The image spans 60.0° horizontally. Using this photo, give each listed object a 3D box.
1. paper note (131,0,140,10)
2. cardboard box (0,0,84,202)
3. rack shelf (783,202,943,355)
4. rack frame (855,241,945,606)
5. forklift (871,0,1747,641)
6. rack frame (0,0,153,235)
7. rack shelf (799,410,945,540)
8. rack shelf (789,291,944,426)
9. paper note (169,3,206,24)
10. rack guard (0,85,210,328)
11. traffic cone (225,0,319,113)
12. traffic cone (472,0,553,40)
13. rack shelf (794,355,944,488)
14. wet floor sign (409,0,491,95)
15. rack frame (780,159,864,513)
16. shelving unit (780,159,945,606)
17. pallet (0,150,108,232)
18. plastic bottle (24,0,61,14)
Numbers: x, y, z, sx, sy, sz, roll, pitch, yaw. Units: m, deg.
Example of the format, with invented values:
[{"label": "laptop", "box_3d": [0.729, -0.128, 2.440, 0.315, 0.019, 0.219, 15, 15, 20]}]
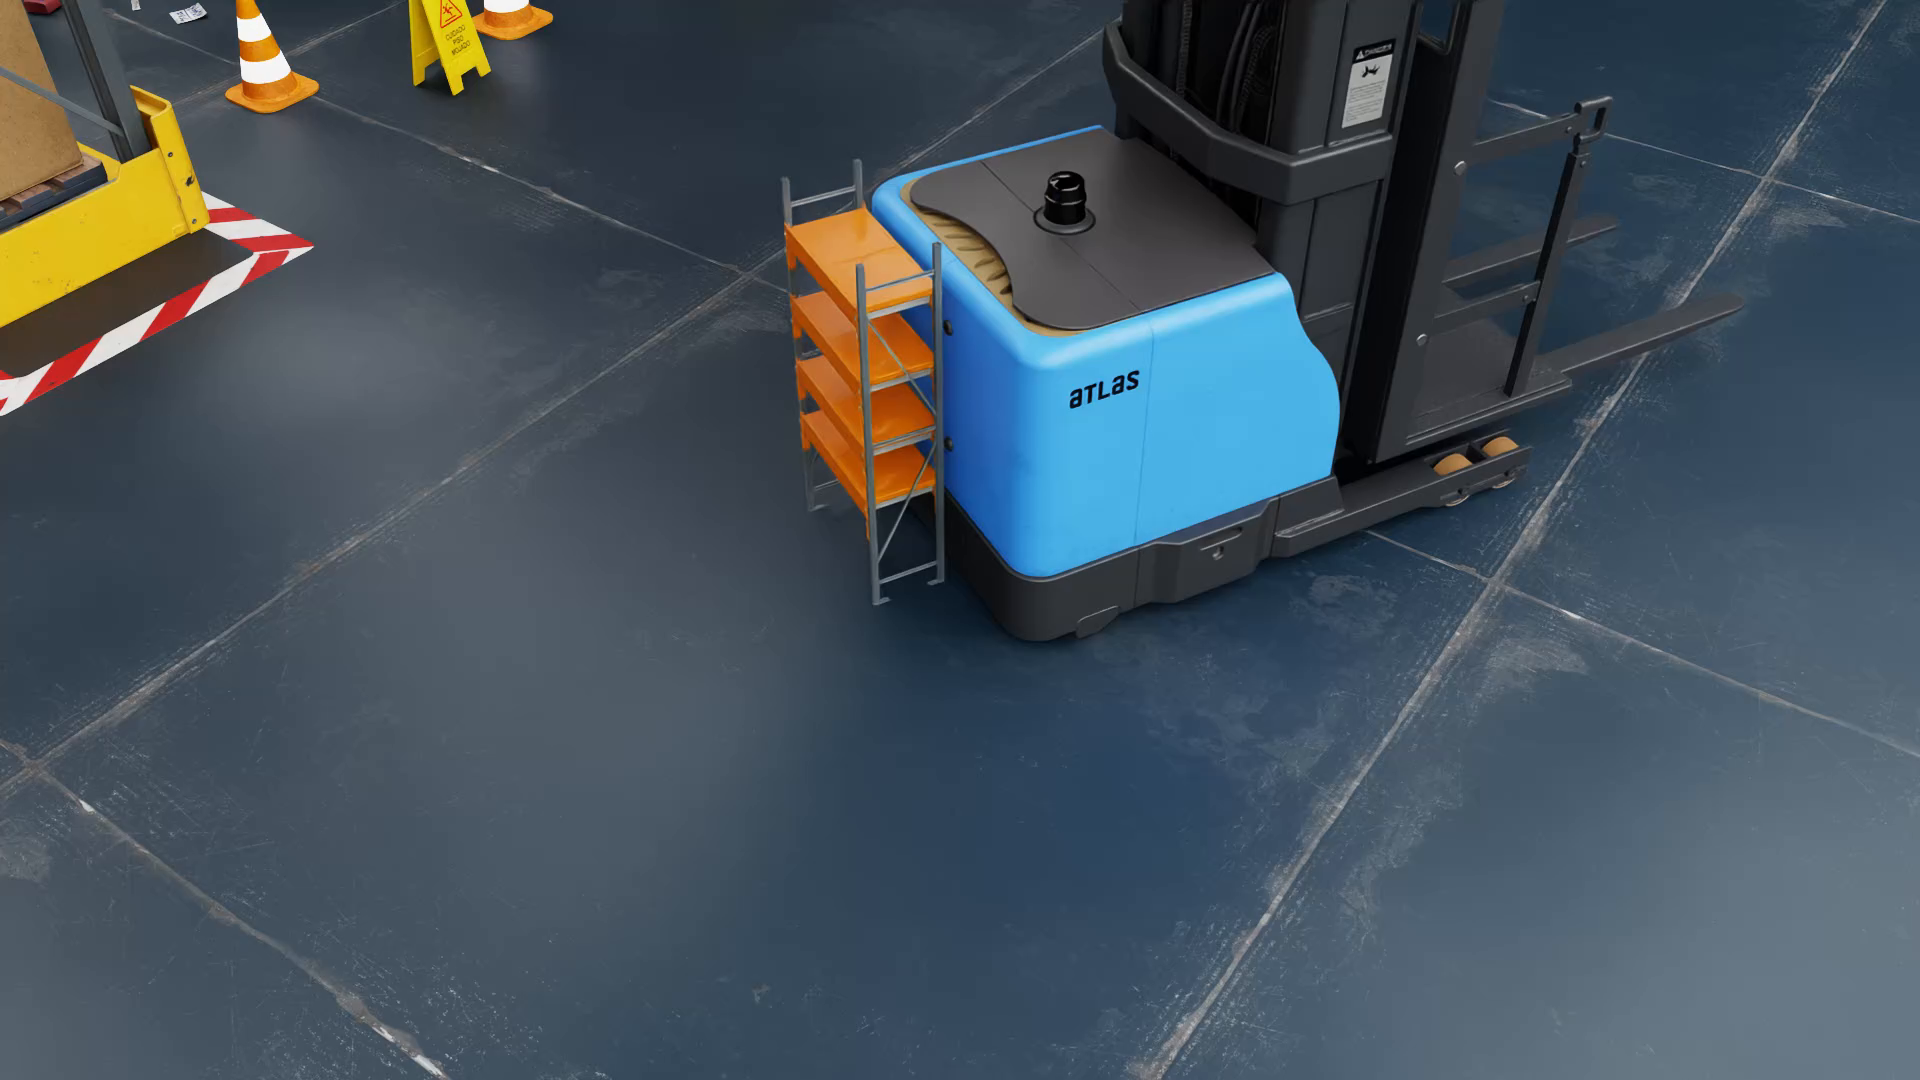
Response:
[{"label": "paper note", "box_3d": [-4.060, -2.636, 8.188, 0.032, 0.001, 0.123, -17, 45, -18]}, {"label": "cardboard box", "box_3d": [-4.076, -1.749, 6.233, 0.875, 0.875, 0.875, 25, 48, 26]}, {"label": "rack shelf", "box_3d": [-0.270, -0.725, 4.571, 0.258, 0.148, 0.480, -19, 45, -20]}, {"label": "rack frame", "box_3d": [-0.157, -0.288, 4.672, 0.240, 1.200, 0.015, -19, 45, -20]}, {"label": "forklift", "box_3d": [1.278, -1.496, 4.724, 3.031, 2.935, 1.130, -19, 45, -20]}, {"label": "rack frame", "box_3d": [-3.483, -2.160, 5.415, 0.127, 3.000, 1.000, 25, 48, 25]}, {"label": "rack shelf", "box_3d": [-0.270, -0.234, 5.010, 0.258, 0.148, 0.480, -19, 45, -20]}, {"label": "rack shelf", "box_3d": [-0.270, -0.549, 4.728, 0.258, 0.148, 0.480, -19, 45, -20]}, {"label": "paper note", "box_3d": [-3.758, -2.565, 8.095, 0.144, 0.017, 0.142, -25, 48, -25]}, {"label": "rack guard", "box_3d": [-3.463, -1.220, 6.238, 0.348, 0.500, 1.175, 25, 48, 25]}, {"label": "traffic cone", "box_3d": [-3.102, -2.194, 7.355, 0.334, 0.463, 0.336, 25, 48, 25]}, {"label": "traffic cone", "box_3d": [-2.175, -2.680, 7.898, 0.334, 0.463, 0.336, 25, 48, 25]}, {"label": "rack shelf", "box_3d": [-0.270, -0.382, 4.878, 0.258, 0.148, 0.480, -19, 45, -20]}, {"label": "wet floor sign", "box_3d": [-2.322, -2.353, 7.396, 0.232, 0.644, 0.267, 17, 45, 18]}, {"label": "rack frame", "box_3d": [-0.383, -0.576, 4.994, 0.240, 1.200, 0.015, -19, 45, -20]}, {"label": "shelving unit", "box_3d": [-0.270, -0.432, 4.833, 0.258, 1.200, 0.503, -19, 45, -20]}, {"label": "pallet", "box_3d": [-4.183, -1.385, 6.639, 1.213, 0.211, 1.003, 25, 48, 25]}, {"label": "plastic bottle", "box_3d": [-4.467, -2.684, 8.204, 0.133, 0.061, 0.283, 10, 43, 11]}]
